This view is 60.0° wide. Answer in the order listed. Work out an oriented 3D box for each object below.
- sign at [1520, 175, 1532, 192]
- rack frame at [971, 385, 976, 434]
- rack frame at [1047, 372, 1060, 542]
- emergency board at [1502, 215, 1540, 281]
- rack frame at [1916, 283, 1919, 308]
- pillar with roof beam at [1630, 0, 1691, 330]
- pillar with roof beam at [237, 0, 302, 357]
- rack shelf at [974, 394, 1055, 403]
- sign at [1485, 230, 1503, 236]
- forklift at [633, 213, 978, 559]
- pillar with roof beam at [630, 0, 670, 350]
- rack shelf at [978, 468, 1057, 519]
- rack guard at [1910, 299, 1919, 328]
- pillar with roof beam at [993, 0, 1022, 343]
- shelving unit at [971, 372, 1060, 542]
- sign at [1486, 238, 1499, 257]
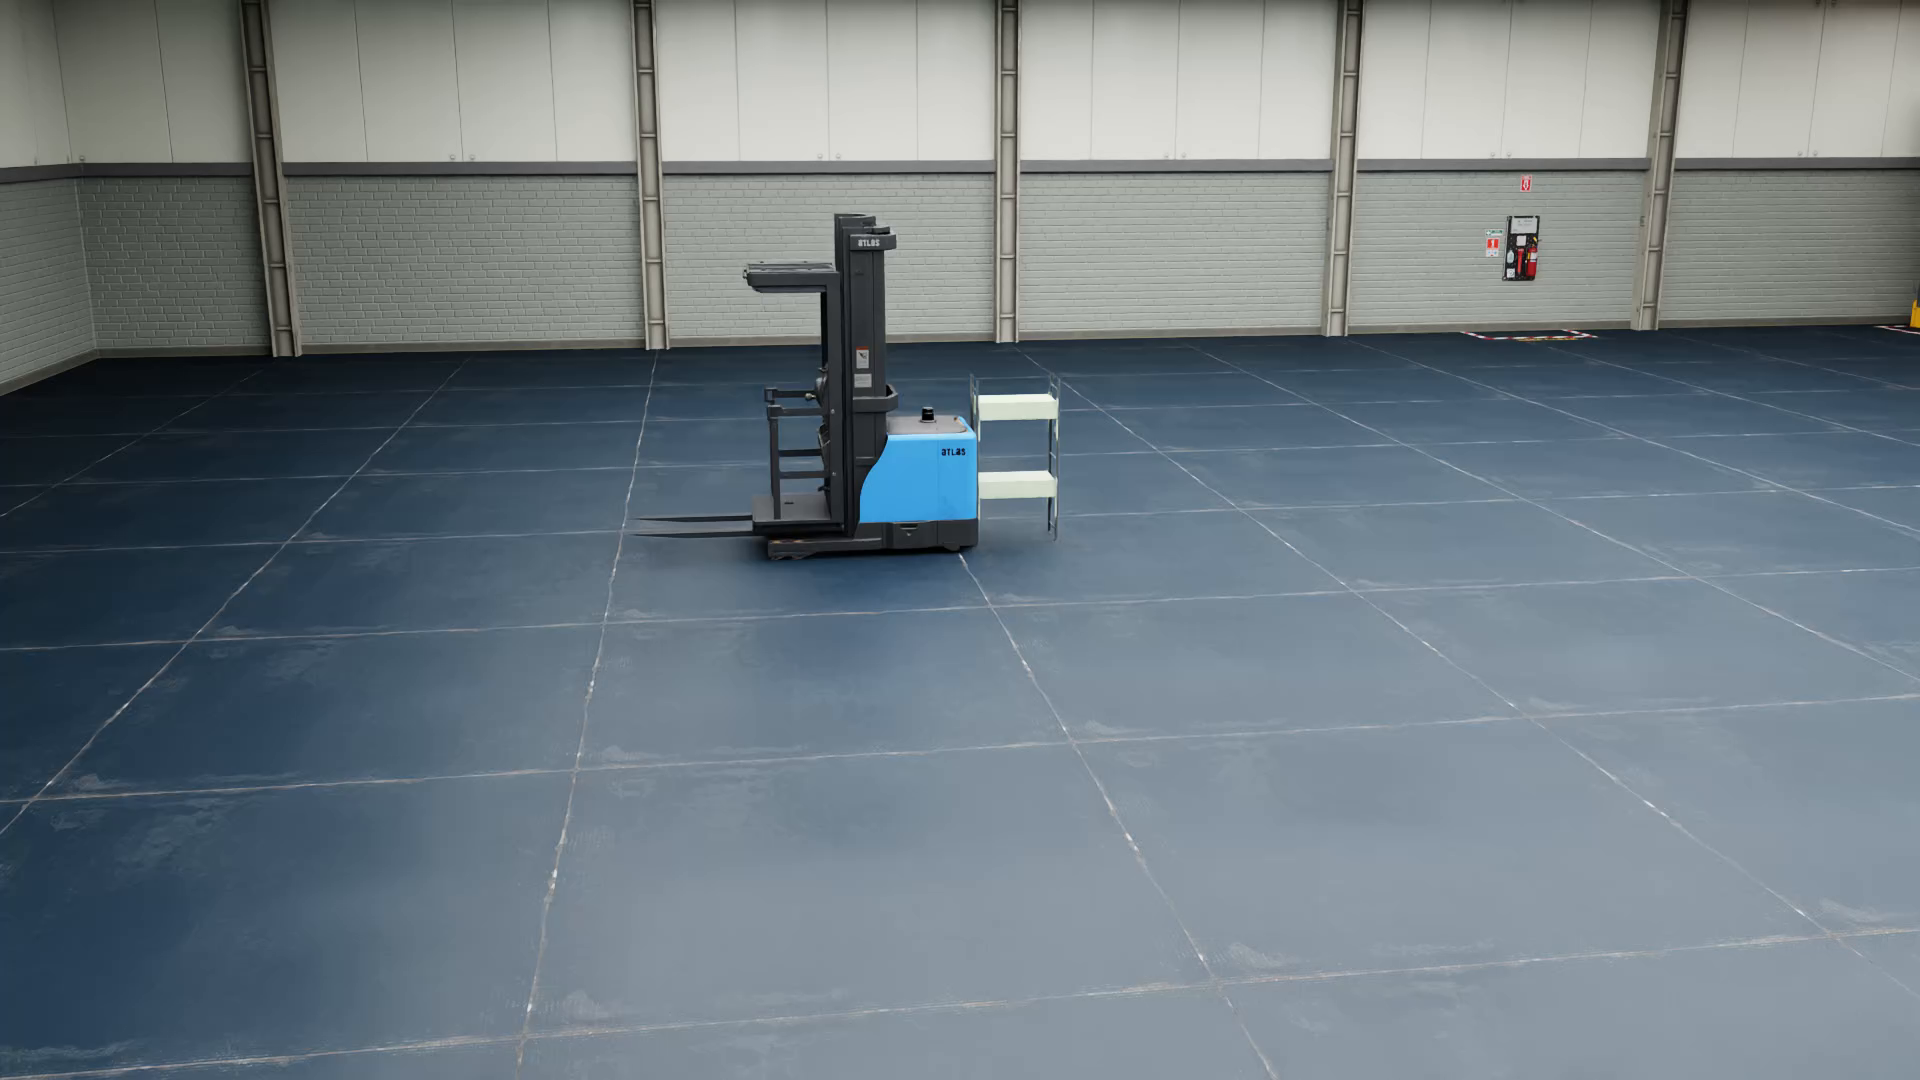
[{"bbox_3d":[10.199,-6.429,29.955,0.199,0.298,0.001,-2,14,-8],"label":"sign"},{"bbox_3d":[0.131,-0.731,15.083,0.010,1.308,0.380,-2,14,-7],"label":"rack frame"},{"bbox_3d":[0.856,-0.756,15.180,0.023,1.500,0.400,-2,14,-7],"label":"rack frame"},{"bbox_3d":[10.210,-5.285,30.159,0.626,1.169,0.157,-2,14,-8],"label":"emergency board"},{"bbox_3d":[18.040,-5.346,30.399,0.127,3.000,1.000,-2,14,-8],"label":"rack frame"},{"bbox_3d":[13.312,-7.236,25.604,0.400,9.000,9.100,-2,14,-8],"label":"pillar with roof beam"},{"bbox_3d":[-10.420,-6.366,22.136,0.400,9.000,9.100,-2,14,-8],"label":"pillar with roof beam"},{"bbox_3d":[0.493,-1.217,15.013,0.686,0.124,0.368,-2,14,-7],"label":"rack shelf"},{"bbox_3d":[9.665,-5.558,30.085,0.331,0.109,0.001,-2,14,-8],"label":"sign"},{"bbox_3d":[-1.396,-1.383,14.737,3.031,2.935,1.130,-2,14,-7],"label":"forklift"},{"bbox_3d":[-4.487,-6.584,23.003,0.400,9.000,9.100,-2,14,-8],"label":"pillar with roof beam"},{"bbox_3d":[0.493,-0.427,15.211,0.720,0.370,0.431,-2,14,-7],"label":"rack shelf"},{"bbox_3d":[18.116,-4.136,30.714,0.348,0.500,1.175,-2,14,-8],"label":"rack guard"},{"bbox_3d":[1.446,-6.801,23.870,0.400,9.000,9.100,-2,14,-8],"label":"pillar with roof beam"},{"bbox_3d":[0.496,-0.744,15.132,0.748,1.500,0.431,-2,14,-7],"label":"shelving unit"},{"bbox_3d":[9.659,-5.303,30.157,0.234,0.329,0.001,-2,14,-8],"label":"sign"}]
